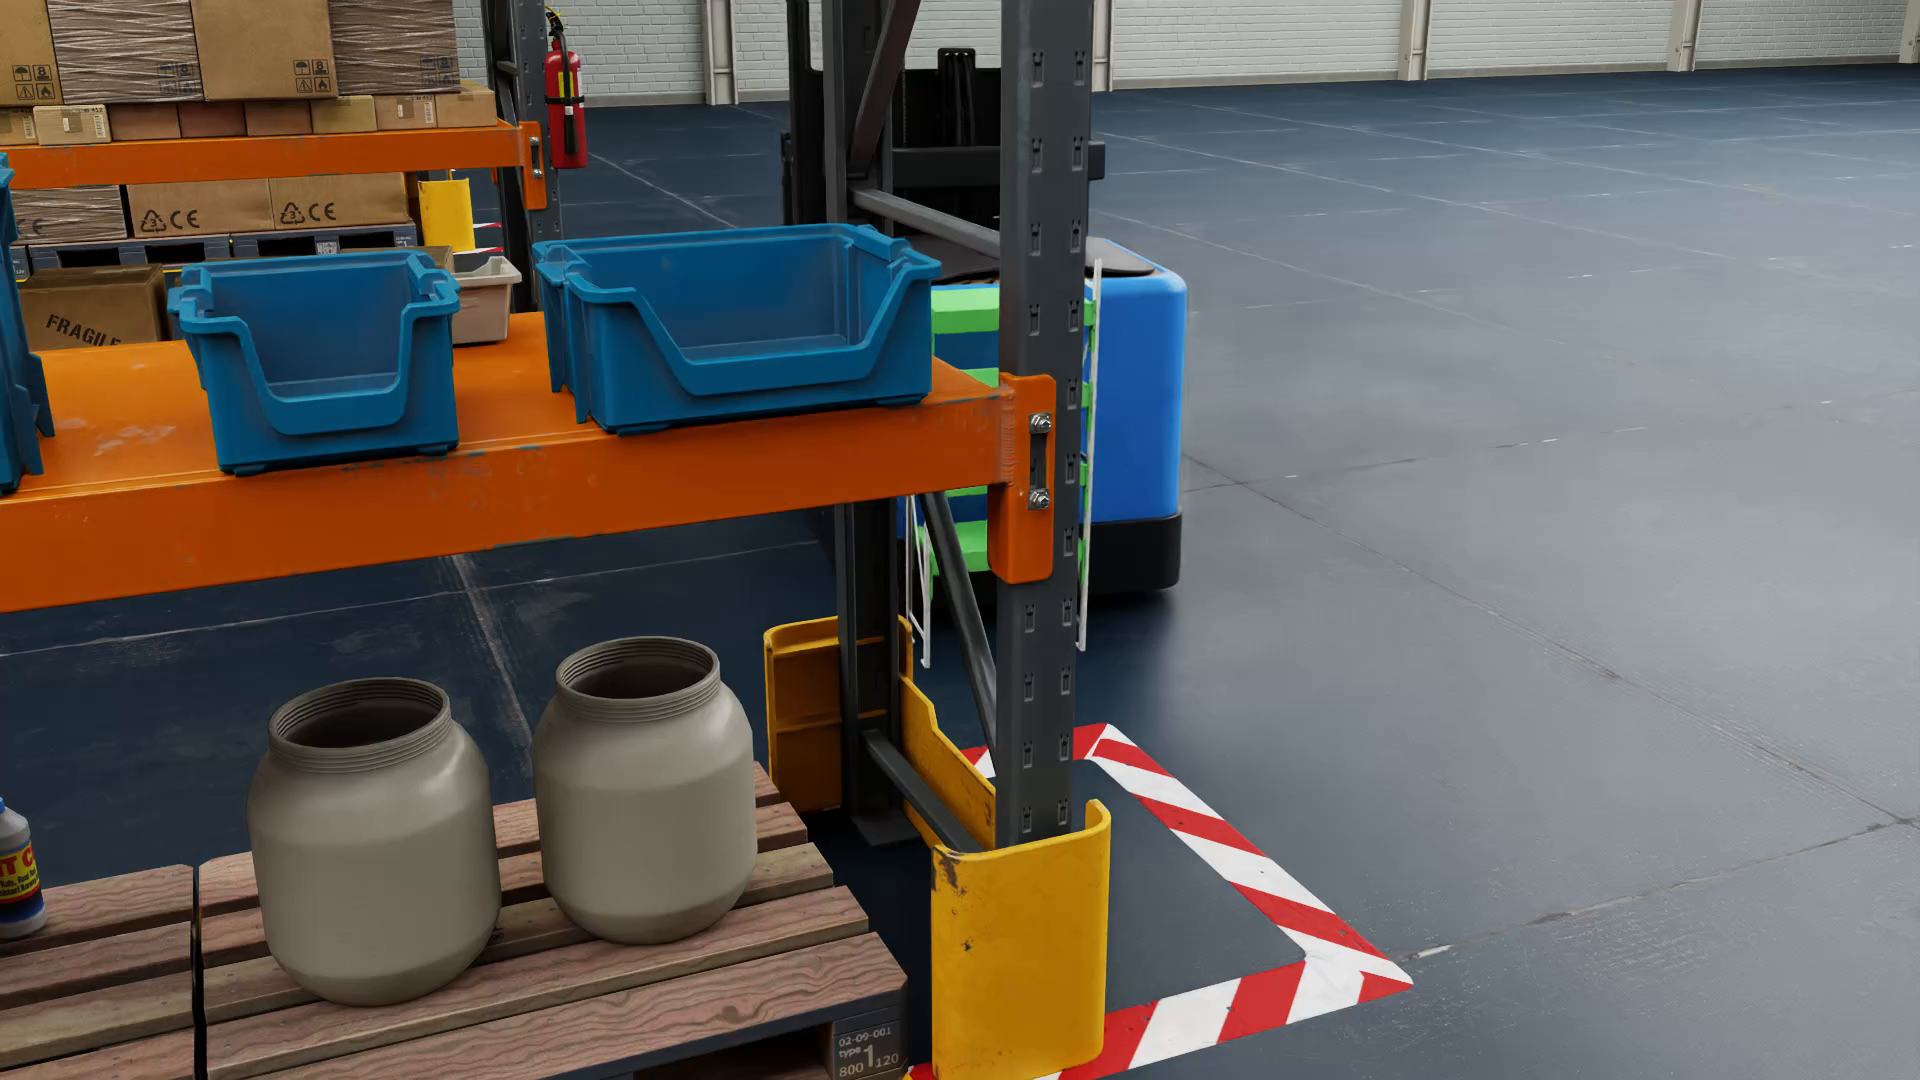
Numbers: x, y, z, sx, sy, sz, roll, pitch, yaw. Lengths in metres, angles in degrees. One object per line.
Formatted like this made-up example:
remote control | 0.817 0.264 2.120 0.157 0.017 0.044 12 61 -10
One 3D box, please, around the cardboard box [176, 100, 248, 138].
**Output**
cardboard box | -3.102 -1.764 6.893 0.250 0.149 0.380 -8 21 -22

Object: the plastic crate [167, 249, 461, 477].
plastic crate | -0.979 -0.291 2.556 0.408 0.251 0.499 -8 21 -22

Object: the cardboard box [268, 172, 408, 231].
cardboard box | -4.469 -2.725 11.811 0.875 0.875 0.875 -8 21 -22

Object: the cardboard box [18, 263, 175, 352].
cardboard box | -3.699 -0.889 7.161 0.500 0.500 0.500 -6 20 -17

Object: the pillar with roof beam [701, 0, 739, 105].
pillar with roof beam | -1.678 -9.137 18.423 0.400 9.000 9.100 -8 21 -22

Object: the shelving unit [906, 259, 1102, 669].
shelving unit | 0.114 -0.241 4.883 0.503 1.200 0.258 -5 23 -15

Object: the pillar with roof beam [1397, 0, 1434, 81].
pillar with roof beam | 9.341 -10.716 22.906 0.400 9.000 9.100 -8 21 -22

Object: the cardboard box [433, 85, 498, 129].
cardboard box | -2.181 -1.893 7.261 0.250 0.149 0.380 -8 21 -22

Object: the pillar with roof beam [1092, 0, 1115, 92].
pillar with roof beam | 3.831 -9.926 20.664 0.400 9.000 9.100 -8 21 -22

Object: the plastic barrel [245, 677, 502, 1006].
plastic barrel | -1.073 0.549 3.059 0.421 0.512 0.421 0 19 0

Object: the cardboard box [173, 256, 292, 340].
cardboard box | -3.116 -0.965 7.378 0.500 0.500 0.500 -3 20 -8

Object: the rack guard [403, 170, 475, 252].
rack guard | -3.851 -2.462 12.262 0.348 0.500 1.175 -8 21 -22

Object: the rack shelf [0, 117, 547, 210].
rack shelf | -3.837 -1.510 6.877 4.000 0.370 1.077 -8 21 -22

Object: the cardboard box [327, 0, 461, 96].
cardboard box | -2.517 -2.236 7.257 0.500 0.500 0.875 -8 21 -22

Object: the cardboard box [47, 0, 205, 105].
cardboard box | -3.405 -2.081 6.817 0.500 0.500 0.875 -8 21 -22

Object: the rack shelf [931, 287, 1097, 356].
rack shelf | 0.118 -0.627 4.729 0.480 0.148 0.258 -5 23 -15

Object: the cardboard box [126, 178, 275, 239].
cardboard box | -5.276 -2.608 11.480 0.875 0.875 0.875 -9 21 -23

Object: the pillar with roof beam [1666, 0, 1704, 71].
pillar with roof beam | 14.850 -11.505 25.148 0.400 9.000 9.100 -8 21 -22

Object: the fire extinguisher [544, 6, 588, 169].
fire extinguisher | -1.713 -1.950 7.161 0.183 0.674 0.296 -8 21 -22

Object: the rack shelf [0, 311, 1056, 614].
rack shelf | -1.876 0.000 2.587 4.000 0.370 1.077 -8 21 -22

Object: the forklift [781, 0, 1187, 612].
forklift | -0.122 -1.612 6.186 1.130 2.935 3.031 -5 20 -13

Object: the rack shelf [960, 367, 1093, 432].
rack shelf | 0.116 -0.404 4.817 0.480 0.148 0.258 -5 23 -15

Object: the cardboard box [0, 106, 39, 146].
cardboard box | -3.774 -1.652 6.577 0.250 0.149 0.380 -8 21 -22

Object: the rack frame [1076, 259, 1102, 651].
rack frame | 0.349 -0.263 4.944 0.015 1.200 0.240 -5 23 -15

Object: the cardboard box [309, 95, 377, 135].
cardboard box | -2.620 -1.812 7.030 0.250 0.149 0.380 -8 21 -22

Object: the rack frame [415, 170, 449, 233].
rack frame | -3.873 -3.638 11.838 0.127 3.000 1.000 -8 21 -22

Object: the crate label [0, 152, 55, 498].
crate label | -1.622 -0.294 2.287 0.616 0.435 0.502 -8 21 -22

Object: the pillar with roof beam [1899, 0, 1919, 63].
pillar with roof beam | 20.359 -12.294 27.389 0.400 9.000 9.100 -8 21 -22

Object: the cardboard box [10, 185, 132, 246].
cardboard box | -6.114 -2.489 11.141 0.875 0.875 0.875 -8 21 -22

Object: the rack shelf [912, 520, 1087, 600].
rack shelf | 0.110 0.041 4.995 0.480 0.148 0.258 -5 23 -15

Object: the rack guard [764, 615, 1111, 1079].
rack guard | -0.090 0.601 3.561 0.348 0.500 1.175 -8 21 -22

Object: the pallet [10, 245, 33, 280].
pallet | -6.817 -1.873 11.023 1.213 0.211 1.003 -8 21 -22

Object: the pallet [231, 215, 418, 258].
pallet | -4.576 -2.194 11.935 1.213 0.211 1.003 -8 21 -22

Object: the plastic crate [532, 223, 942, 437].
plastic crate | -0.380 -0.375 2.794 0.616 0.251 0.499 -8 21 -22

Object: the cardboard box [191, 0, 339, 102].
cardboard box | -2.929 -2.133 6.966 0.500 0.500 0.875 -8 21 -22

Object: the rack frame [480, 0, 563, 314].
rack frame | -2.001 -2.112 7.505 0.127 3.000 1.000 -8 21 -22

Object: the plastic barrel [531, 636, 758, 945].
plastic barrel | -0.613 0.483 3.246 0.421 0.512 0.421 0 19 0

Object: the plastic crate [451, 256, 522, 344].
plastic crate | -0.988 -0.458 3.203 0.250 0.136 0.298 -8 21 -22

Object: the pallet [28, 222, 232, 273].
pallet | -5.695 -2.035 11.483 1.213 0.211 1.003 -8 21 -22

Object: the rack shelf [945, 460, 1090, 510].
rack shelf | 0.113 -0.182 4.906 0.480 0.148 0.258 -5 23 -15

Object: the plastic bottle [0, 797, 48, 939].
plastic bottle | -1.827 0.621 3.188 0.097 0.271 0.097 0 19 0

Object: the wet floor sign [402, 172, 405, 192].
wet floor sign | -4.631 -3.135 13.955 0.232 0.644 0.267 -12 23 -31

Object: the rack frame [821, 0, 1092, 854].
rack frame | -0.039 -0.602 3.215 0.127 3.000 1.000 -8 21 -22

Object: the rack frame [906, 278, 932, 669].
rack frame | -0.121 -0.219 4.821 0.015 1.200 0.240 -5 23 -15

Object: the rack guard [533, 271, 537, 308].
rack guard | -2.071 -0.923 7.892 0.348 0.500 1.175 -8 21 -22

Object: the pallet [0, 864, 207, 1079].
pallet | -1.957 1.002 2.858 1.213 0.211 1.003 -8 21 -22

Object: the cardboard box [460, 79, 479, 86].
cardboard box | -2.357 -2.029 7.646 0.250 0.149 0.380 -8 21 -22

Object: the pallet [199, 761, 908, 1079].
pallet | -0.838 0.843 3.310 1.213 0.211 1.003 -8 21 -22

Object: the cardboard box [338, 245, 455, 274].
cardboard box | -2.581 -1.054 7.631 0.500 0.500 0.500 -4 20 -12

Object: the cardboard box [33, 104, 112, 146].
cardboard box | -3.517 -1.664 6.610 0.250 0.149 0.380 -8 21 -22

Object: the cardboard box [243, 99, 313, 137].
cardboard box | -2.856 -1.784 6.950 0.250 0.149 0.380 -8 21 -22

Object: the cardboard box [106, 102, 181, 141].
cardboard box | -3.322 -1.724 6.780 0.250 0.149 0.380 -8 21 -22

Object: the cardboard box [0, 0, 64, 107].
cardboard box | -3.868 -2.019 6.640 0.500 0.500 0.875 -8 21 -22

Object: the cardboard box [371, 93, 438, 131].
cardboard box | -2.411 -1.861 7.168 0.250 0.149 0.380 -8 21 -22
